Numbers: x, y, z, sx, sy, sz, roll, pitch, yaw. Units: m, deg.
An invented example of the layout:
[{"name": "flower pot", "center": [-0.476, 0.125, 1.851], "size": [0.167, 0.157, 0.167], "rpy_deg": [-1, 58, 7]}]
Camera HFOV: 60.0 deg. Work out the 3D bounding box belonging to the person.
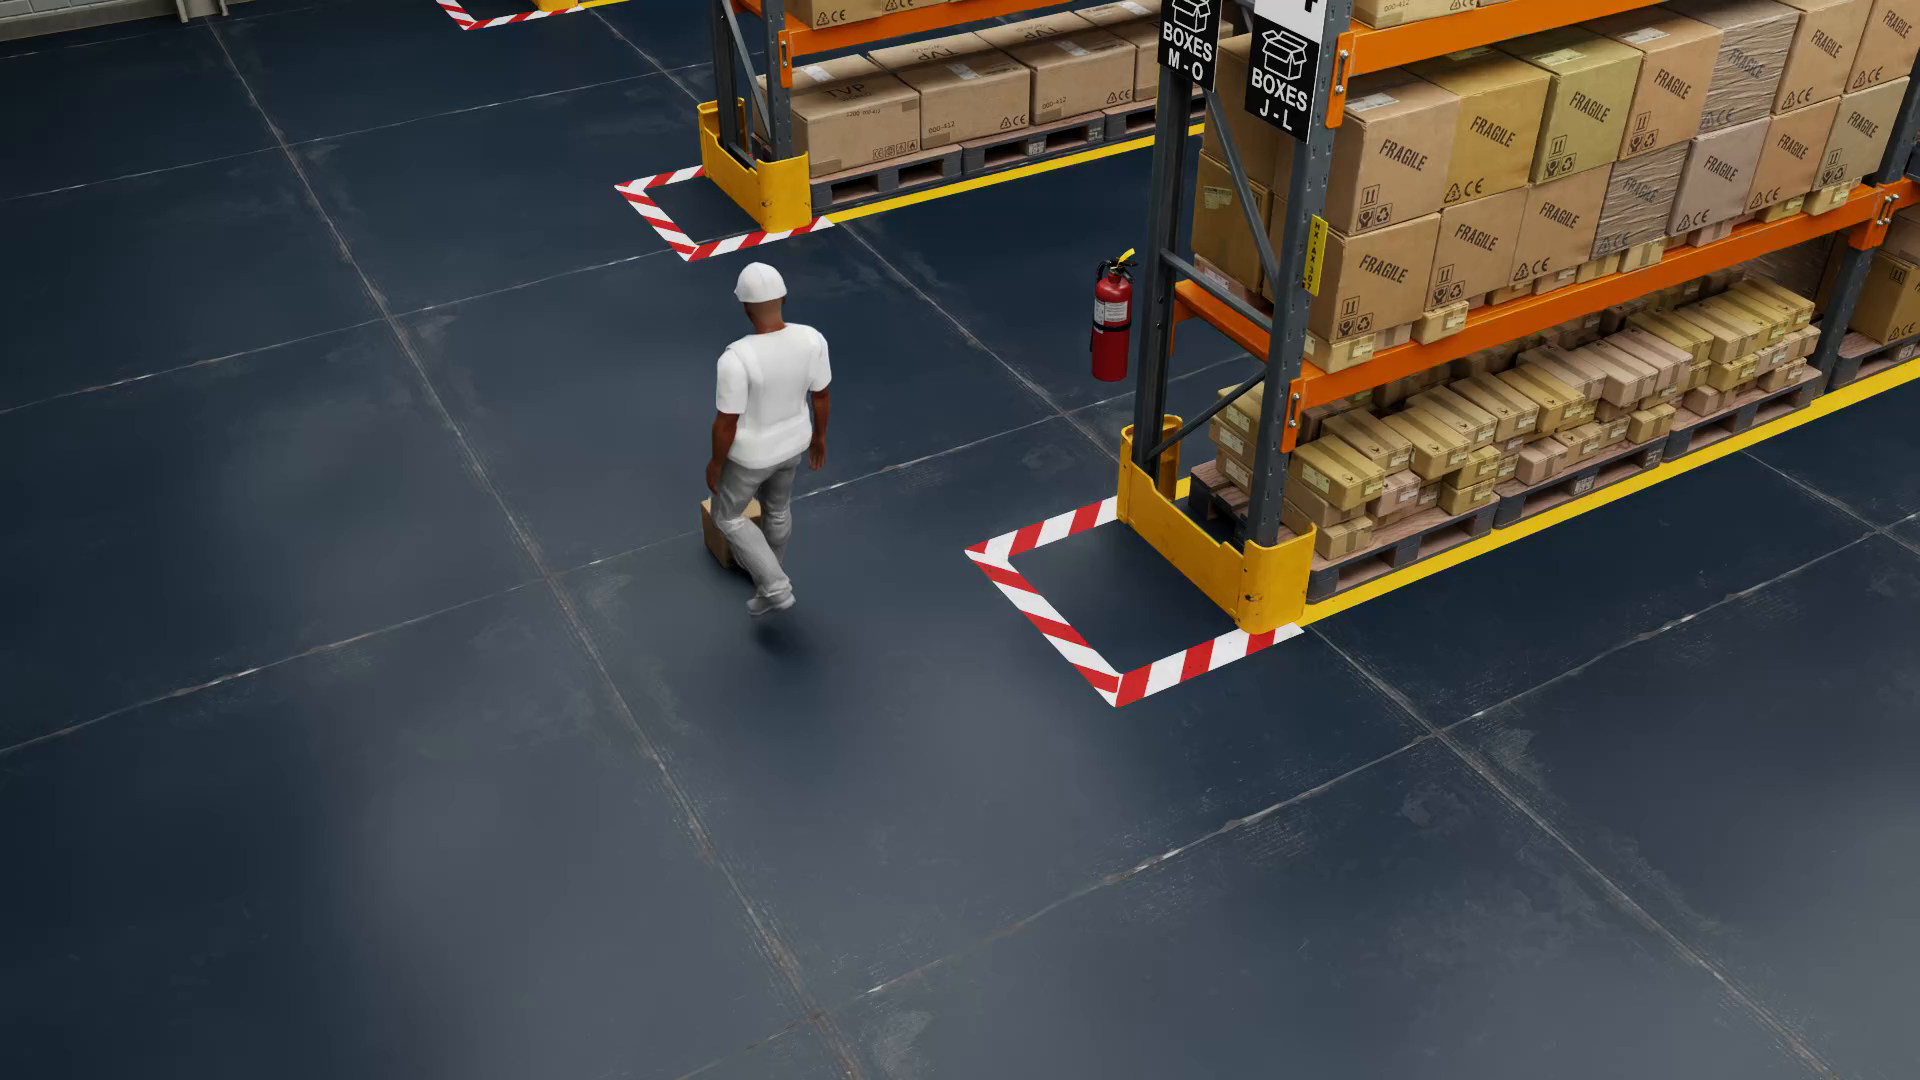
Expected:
[{"name": "person", "center": [-0.906, -0.446, 7.485], "size": [0.604, 1.766, 0.672], "rpy_deg": [-27, 45, -32]}]
